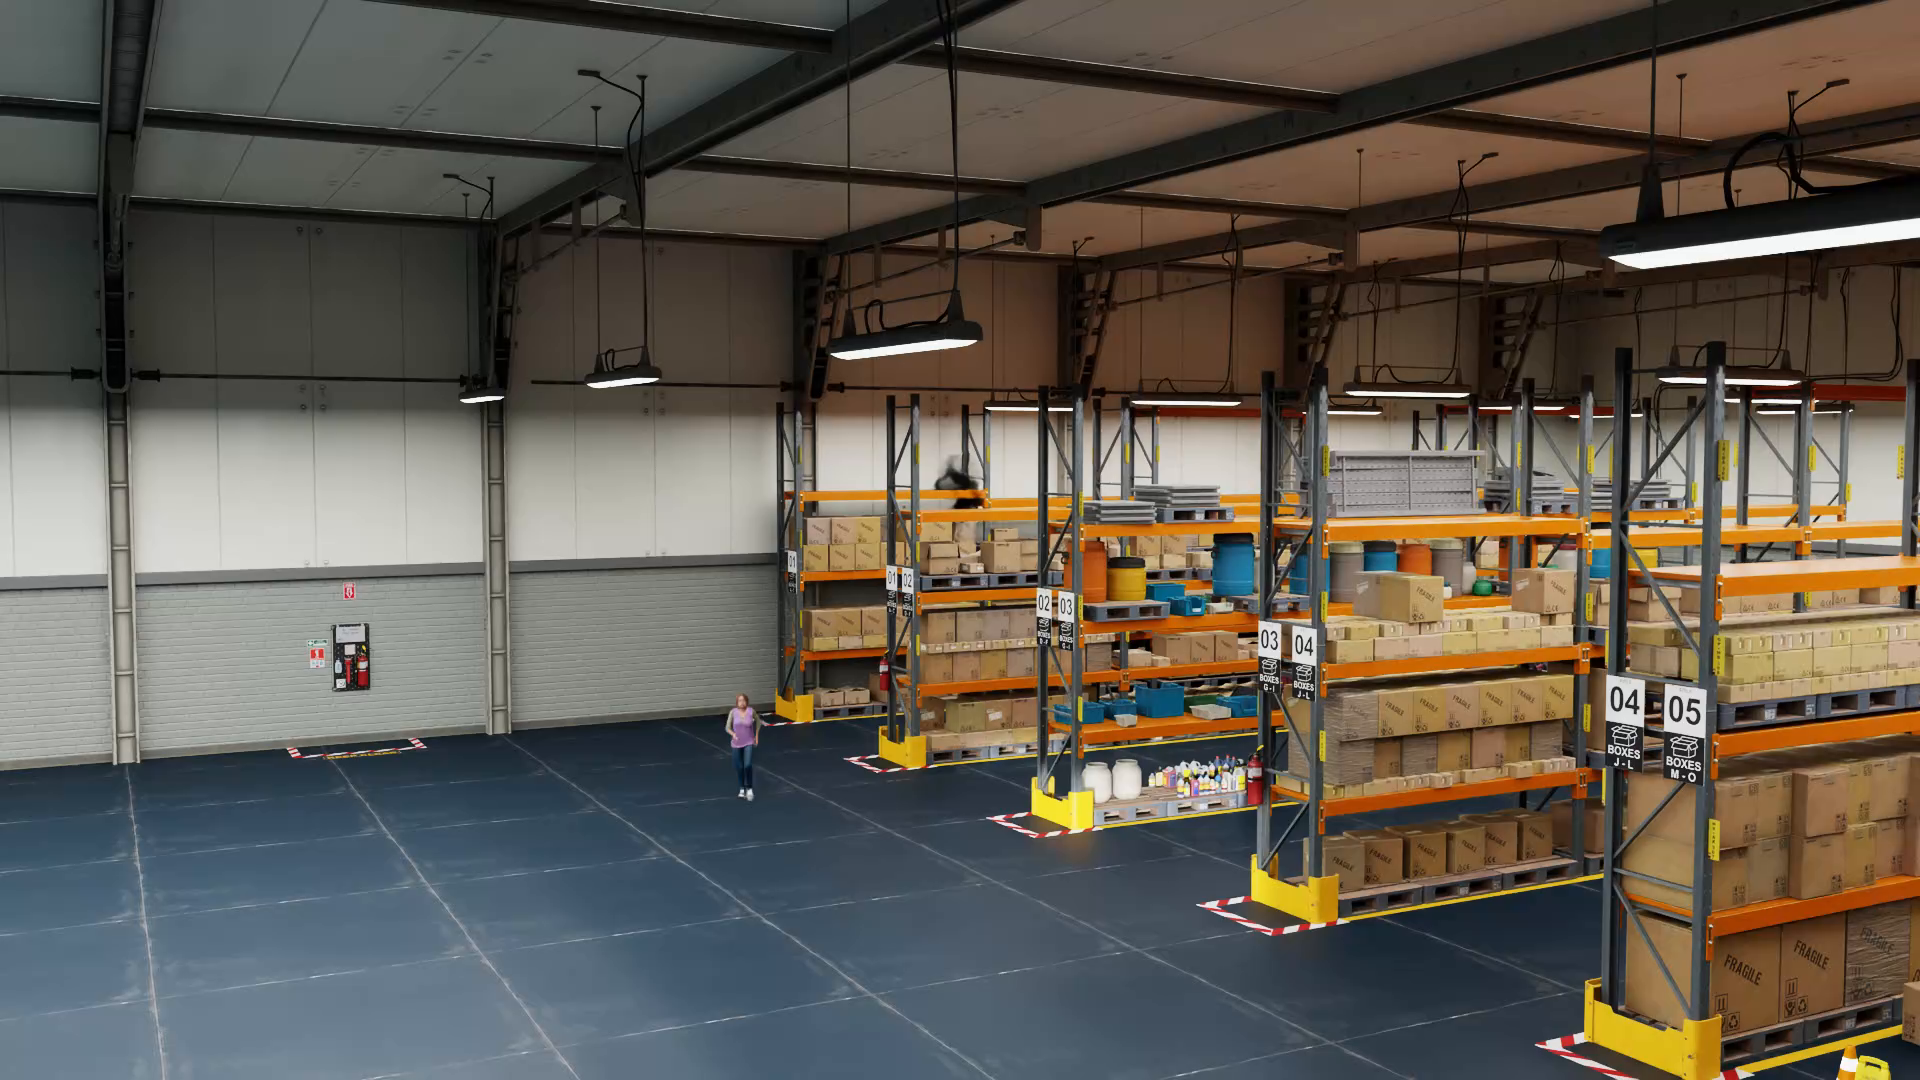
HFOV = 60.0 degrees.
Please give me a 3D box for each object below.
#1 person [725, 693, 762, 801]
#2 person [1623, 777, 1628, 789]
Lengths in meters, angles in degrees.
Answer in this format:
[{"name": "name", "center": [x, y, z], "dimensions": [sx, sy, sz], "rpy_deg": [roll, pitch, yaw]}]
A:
[{"name": "person", "center": [-3.153, 3.010, 24.160], "dimensions": [0.504, 1.568, 0.670], "rpy_deg": [0, 3, -1]}, {"name": "person", "center": [9.501, 2.954, 23.487], "dimensions": [0.758, 1.807, 0.674], "rpy_deg": [-1, 3, -23]}]
